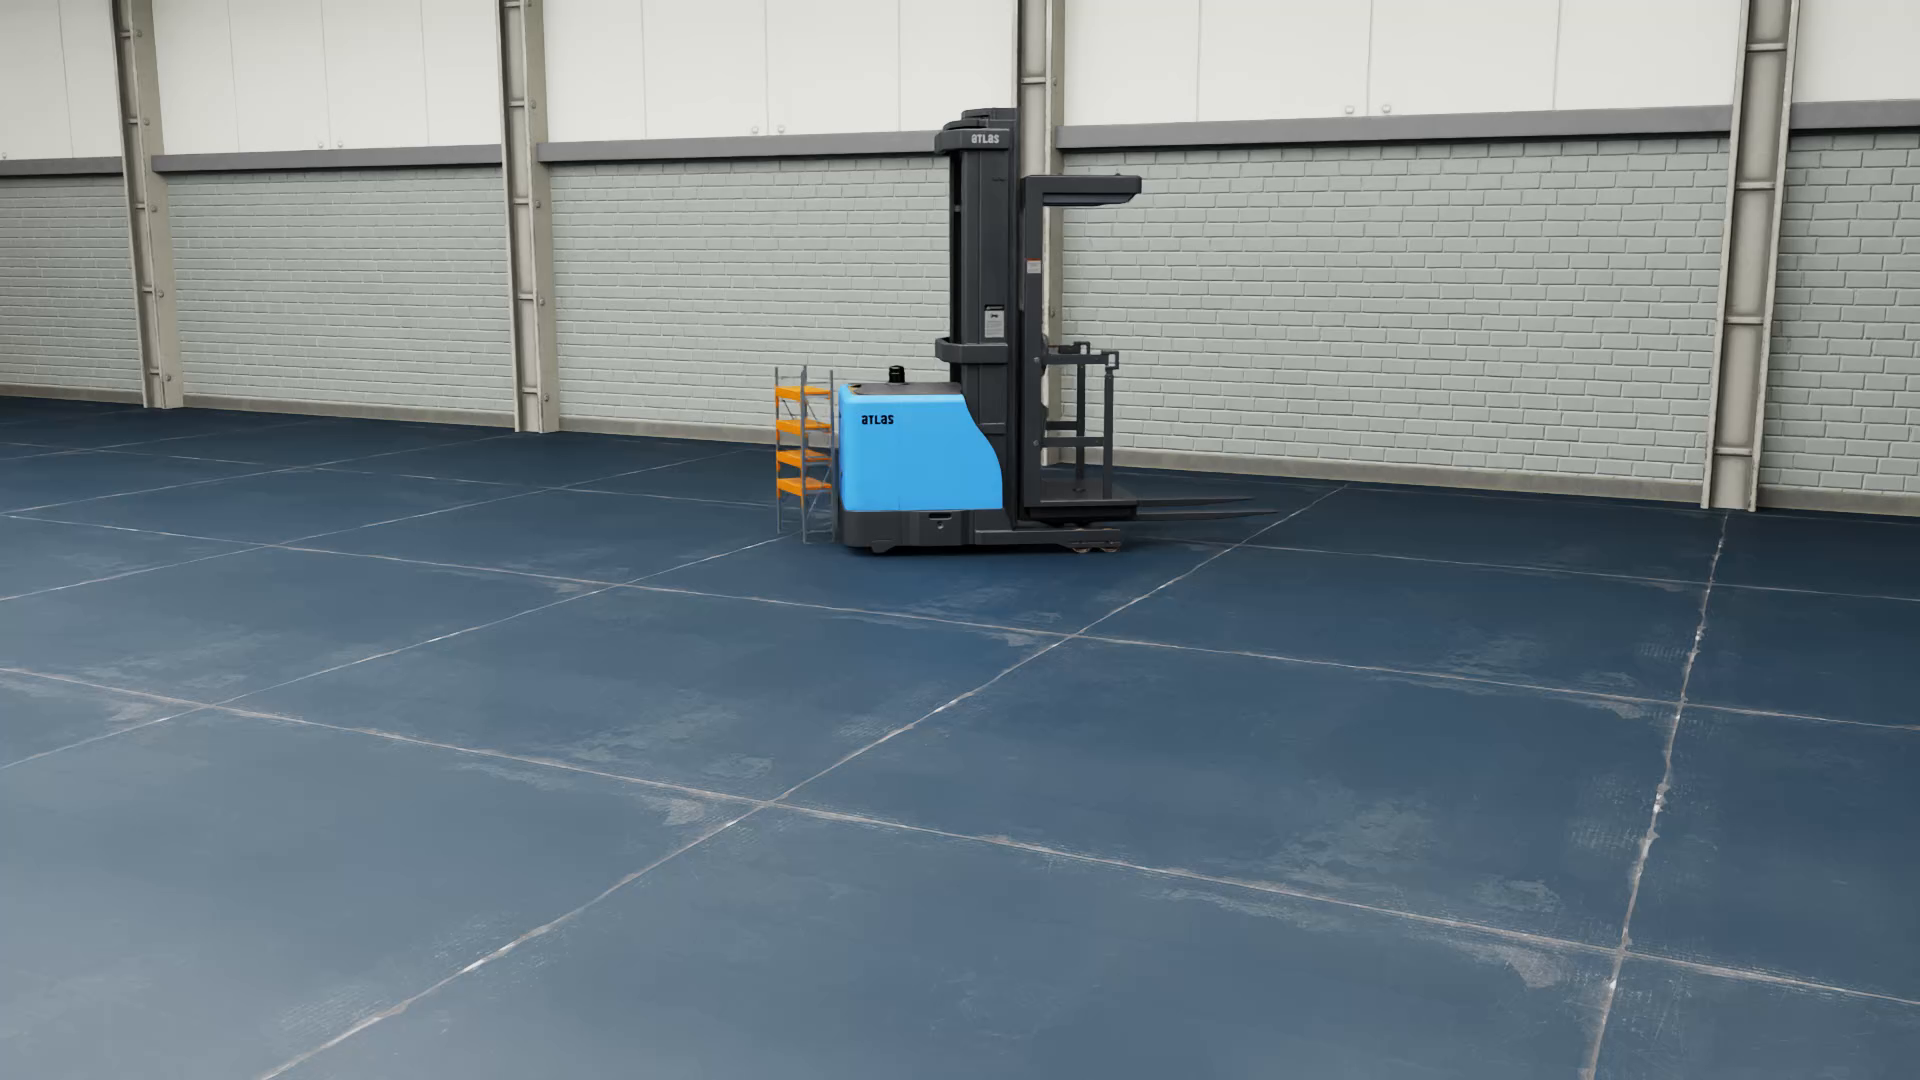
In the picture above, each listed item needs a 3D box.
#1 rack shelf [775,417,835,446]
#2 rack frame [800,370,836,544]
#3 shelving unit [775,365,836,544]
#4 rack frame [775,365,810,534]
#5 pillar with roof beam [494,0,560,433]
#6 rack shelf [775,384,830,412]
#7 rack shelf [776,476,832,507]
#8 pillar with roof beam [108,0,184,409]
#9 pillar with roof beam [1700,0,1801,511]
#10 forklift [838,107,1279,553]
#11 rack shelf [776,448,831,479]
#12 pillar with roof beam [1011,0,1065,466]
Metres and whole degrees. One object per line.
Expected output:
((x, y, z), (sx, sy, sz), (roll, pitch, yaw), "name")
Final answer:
((-1.093, -0.762, 11.694), (0.258, 0.148, 0.480), (-5, 11, -27), "rack shelf")
((-0.982, -0.570, 11.508), (0.240, 1.200, 0.015), (-5, 11, -27), "rack frame")
((-1.093, -0.608, 11.722), (0.258, 1.200, 0.503), (-5, 11, -27), "shelving unit")
((-1.204, -0.647, 11.936), (0.240, 1.200, 0.015), (-5, 11, -27), "rack frame")
((-6.574, -4.948, 13.801), (0.400, 9.000, 9.100), (5, 11, 26), "pillar with roof beam")
((-1.093, -0.995, 11.652), (0.258, 0.148, 0.480), (-5, 11, -27), "rack shelf")
((-1.092, -0.347, 11.769), (0.258, 0.148, 0.480), (-5, 11, -27), "rack shelf")
((-11.955, -5.421, 16.413), (0.400, 9.000, 9.100), (5, 11, 26), "pillar with roof beam")
((4.187, -4.002, 8.576), (0.400, 9.000, 9.100), (5, 11, 26), "pillar with roof beam")
((0.675, -1.447, 11.494), (3.031, 2.935, 1.130), (-1, 10, -7), "forklift")
((-1.093, -0.542, 11.734), (0.258, 0.148, 0.480), (-5, 11, -27), "rack shelf")
((-1.194, -4.475, 11.188), (0.400, 9.000, 9.100), (5, 11, 26), "pillar with roof beam")
